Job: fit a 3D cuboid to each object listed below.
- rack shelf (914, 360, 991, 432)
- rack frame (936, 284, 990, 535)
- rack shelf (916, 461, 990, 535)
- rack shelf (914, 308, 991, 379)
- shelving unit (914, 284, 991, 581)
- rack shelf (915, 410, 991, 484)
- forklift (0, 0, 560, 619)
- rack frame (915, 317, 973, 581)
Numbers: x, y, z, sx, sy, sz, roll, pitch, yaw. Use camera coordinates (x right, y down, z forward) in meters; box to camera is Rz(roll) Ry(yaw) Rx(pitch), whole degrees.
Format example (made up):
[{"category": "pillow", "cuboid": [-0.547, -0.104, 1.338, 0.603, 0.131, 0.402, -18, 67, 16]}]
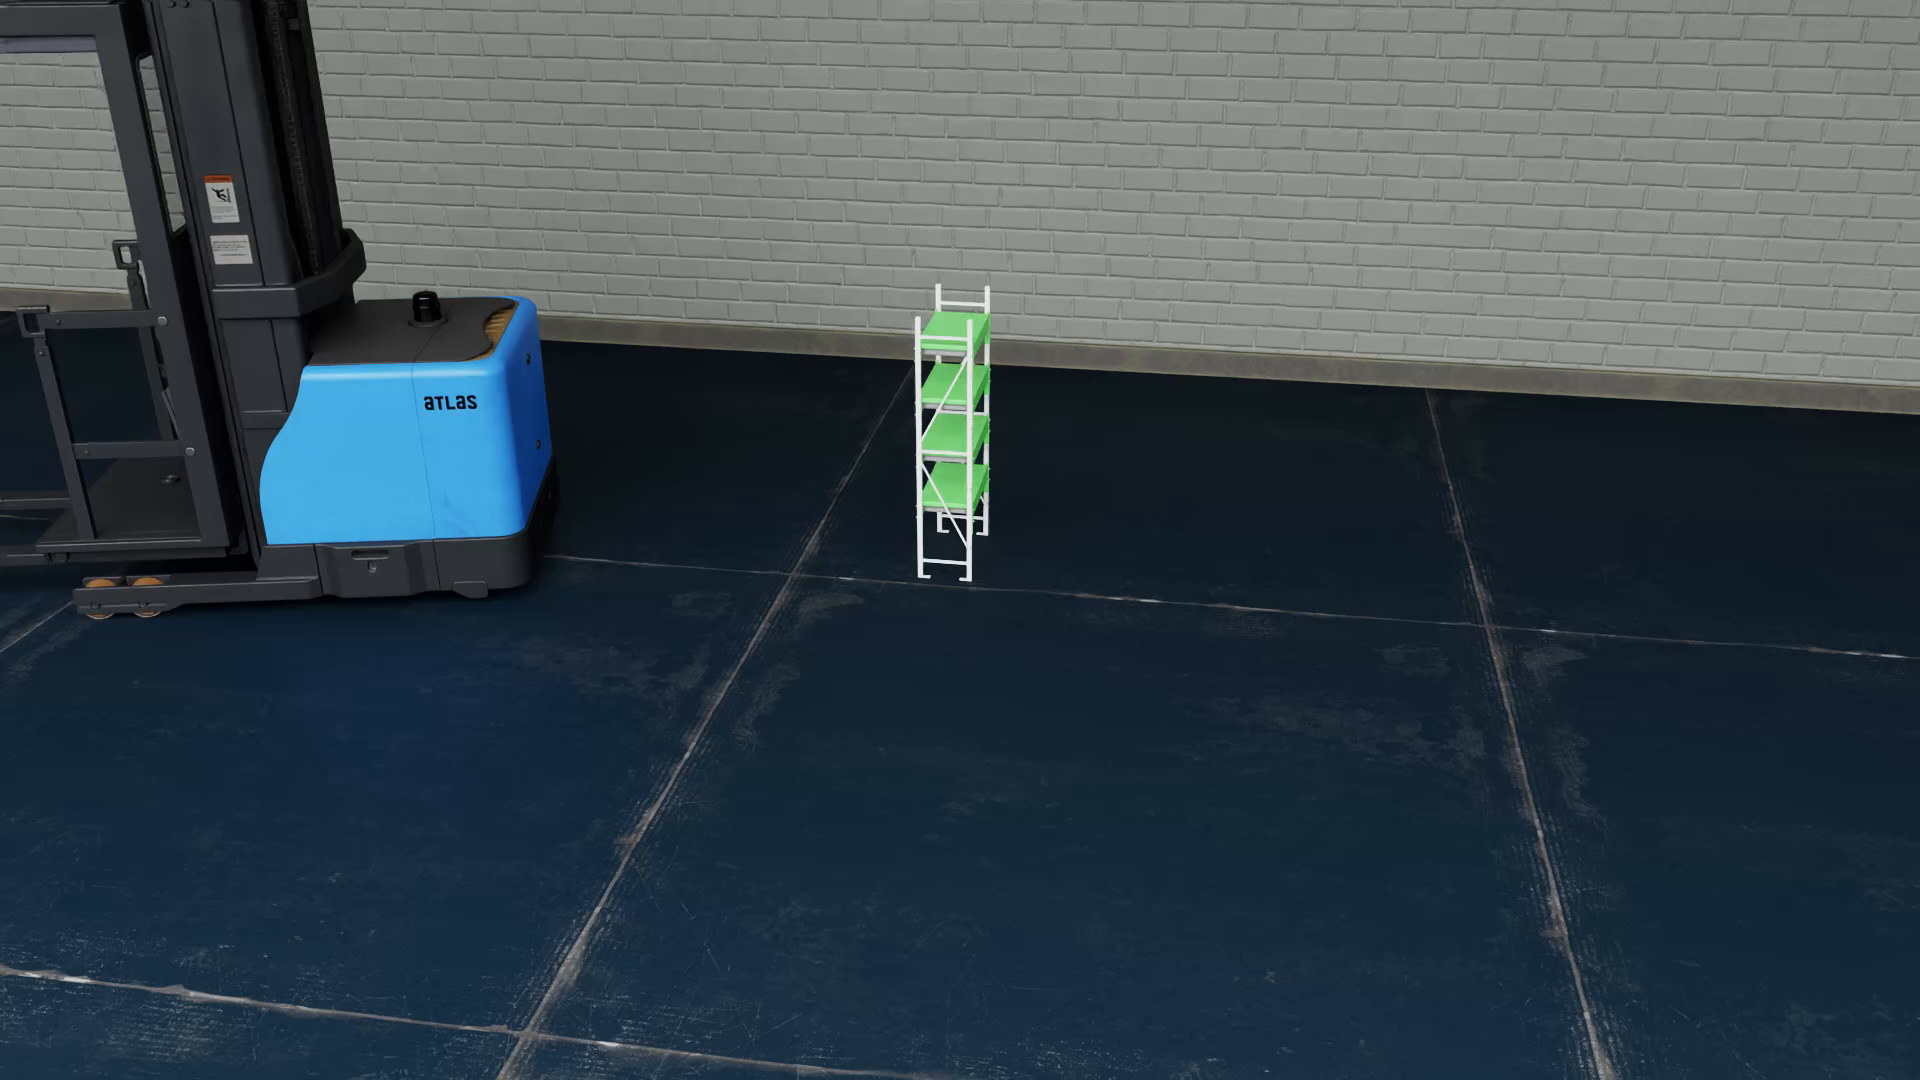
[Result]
[{"category": "rack shelf", "cuboid": [-0.027, -0.634, 7.273, 0.258, 0.148, 0.480, 4, 25, 9]}, {"category": "rack frame", "cuboid": [0.013, -0.576, 7.566, 0.240, 1.200, 0.015, 4, 25, 9]}, {"category": "rack shelf", "cuboid": [-0.027, -0.199, 7.477, 0.258, 0.148, 0.480, 4, 25, 9]}, {"category": "rack shelf", "cuboid": [-0.027, -0.851, 7.171, 0.258, 0.148, 0.480, 4, 25, 9]}, {"category": "shelving unit", "cuboid": [-0.027, -0.474, 7.348, 0.258, 1.200, 0.503, 4, 25, 9]}, {"category": "rack shelf", "cuboid": [-0.027, -0.416, 7.375, 0.258, 0.148, 0.480, 4, 25, 9]}, {"category": "forklift", "cuboid": [-3.397, -1.226, 6.912, 3.031, 2.935, 1.130, -2, 25, -4]}, {"category": "rack frame", "cuboid": [-0.067, -0.372, 7.130, 0.240, 1.200, 0.015, 4, 25, 9]}]
